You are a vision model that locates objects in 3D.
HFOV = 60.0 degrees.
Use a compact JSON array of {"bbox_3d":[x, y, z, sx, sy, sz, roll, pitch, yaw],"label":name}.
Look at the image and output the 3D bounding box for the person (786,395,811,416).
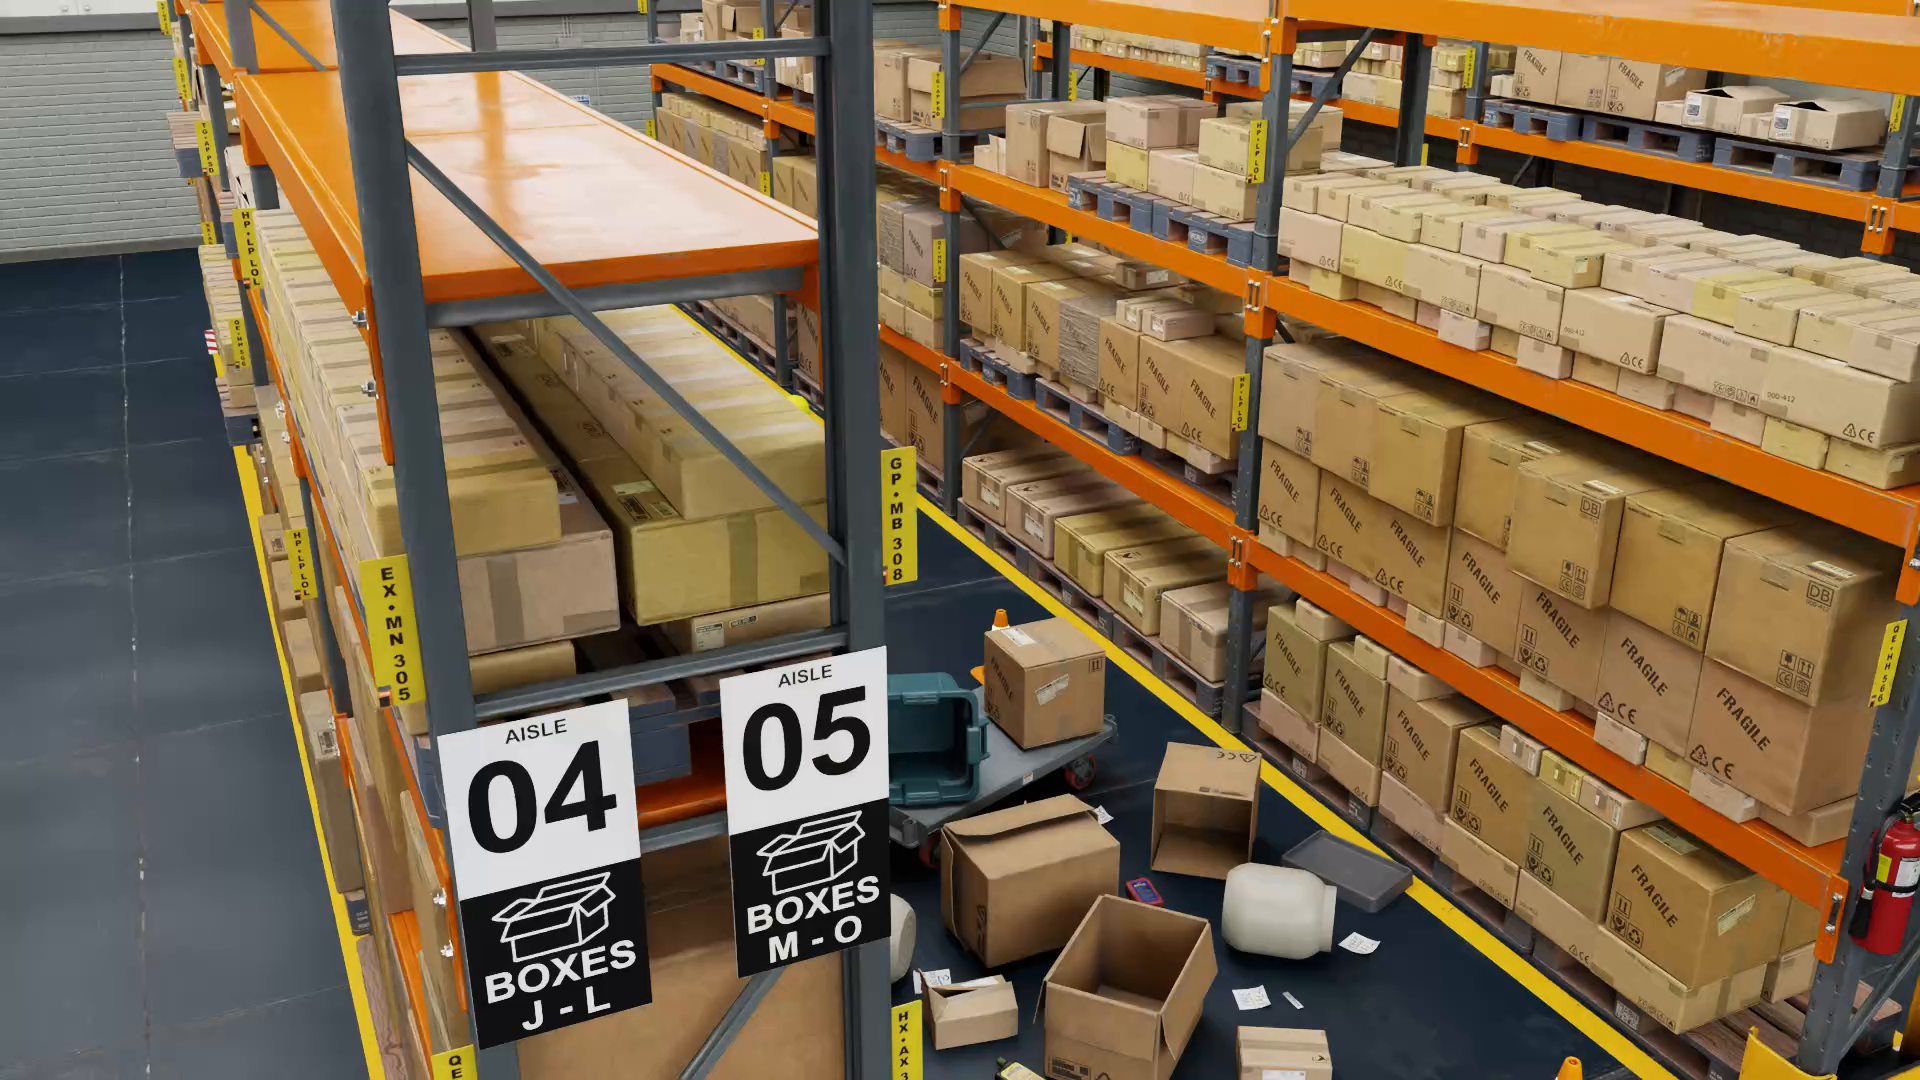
[{"bbox_3d":[-1.017,-0.109,10.835,0.456,1.760,0.628,-10,24,-23],"label":"person"}]
